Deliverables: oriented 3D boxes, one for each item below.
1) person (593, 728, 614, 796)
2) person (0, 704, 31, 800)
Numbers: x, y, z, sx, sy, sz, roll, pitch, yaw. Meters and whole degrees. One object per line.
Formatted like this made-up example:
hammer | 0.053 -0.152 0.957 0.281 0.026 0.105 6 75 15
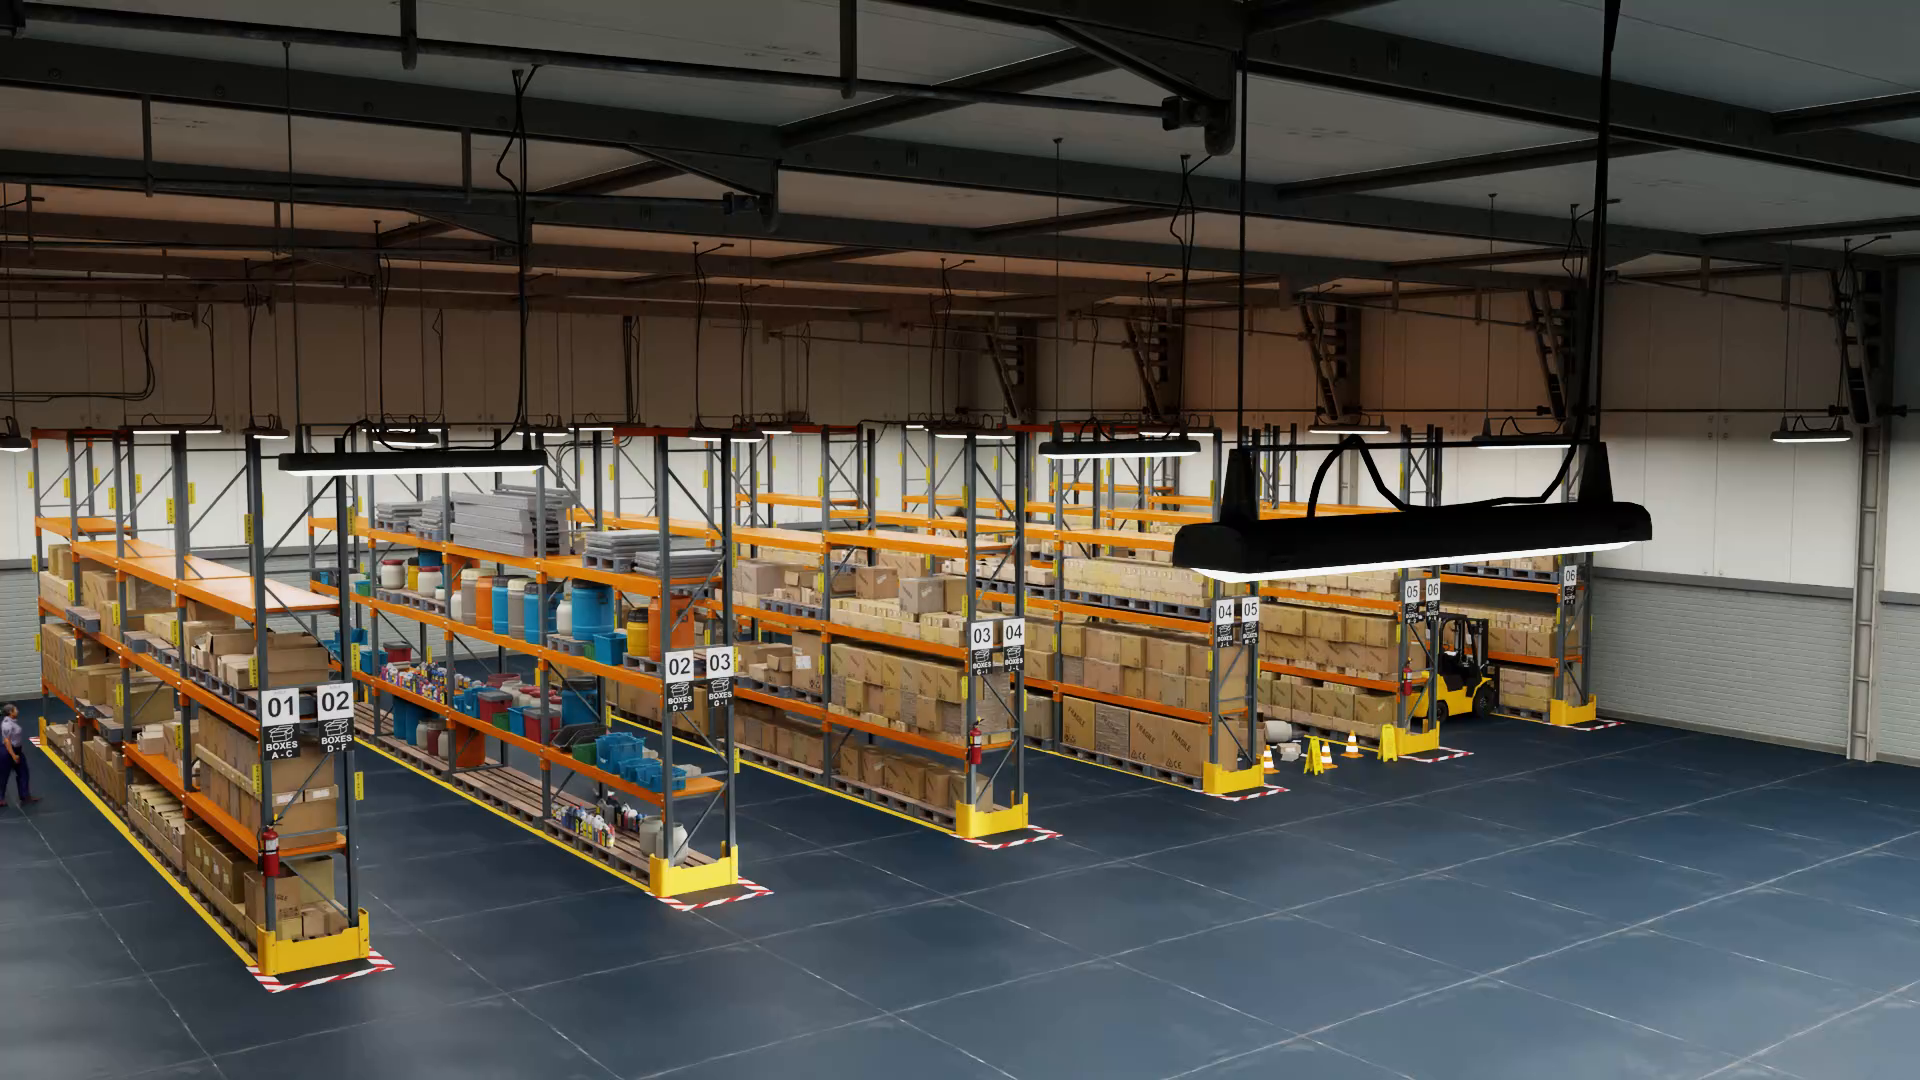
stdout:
person | -5.887 3.371 27.284 0.495 1.707 0.529 -2 5 -21
person | -15.215 3.402 26.627 0.538 1.570 0.507 0 4 1
